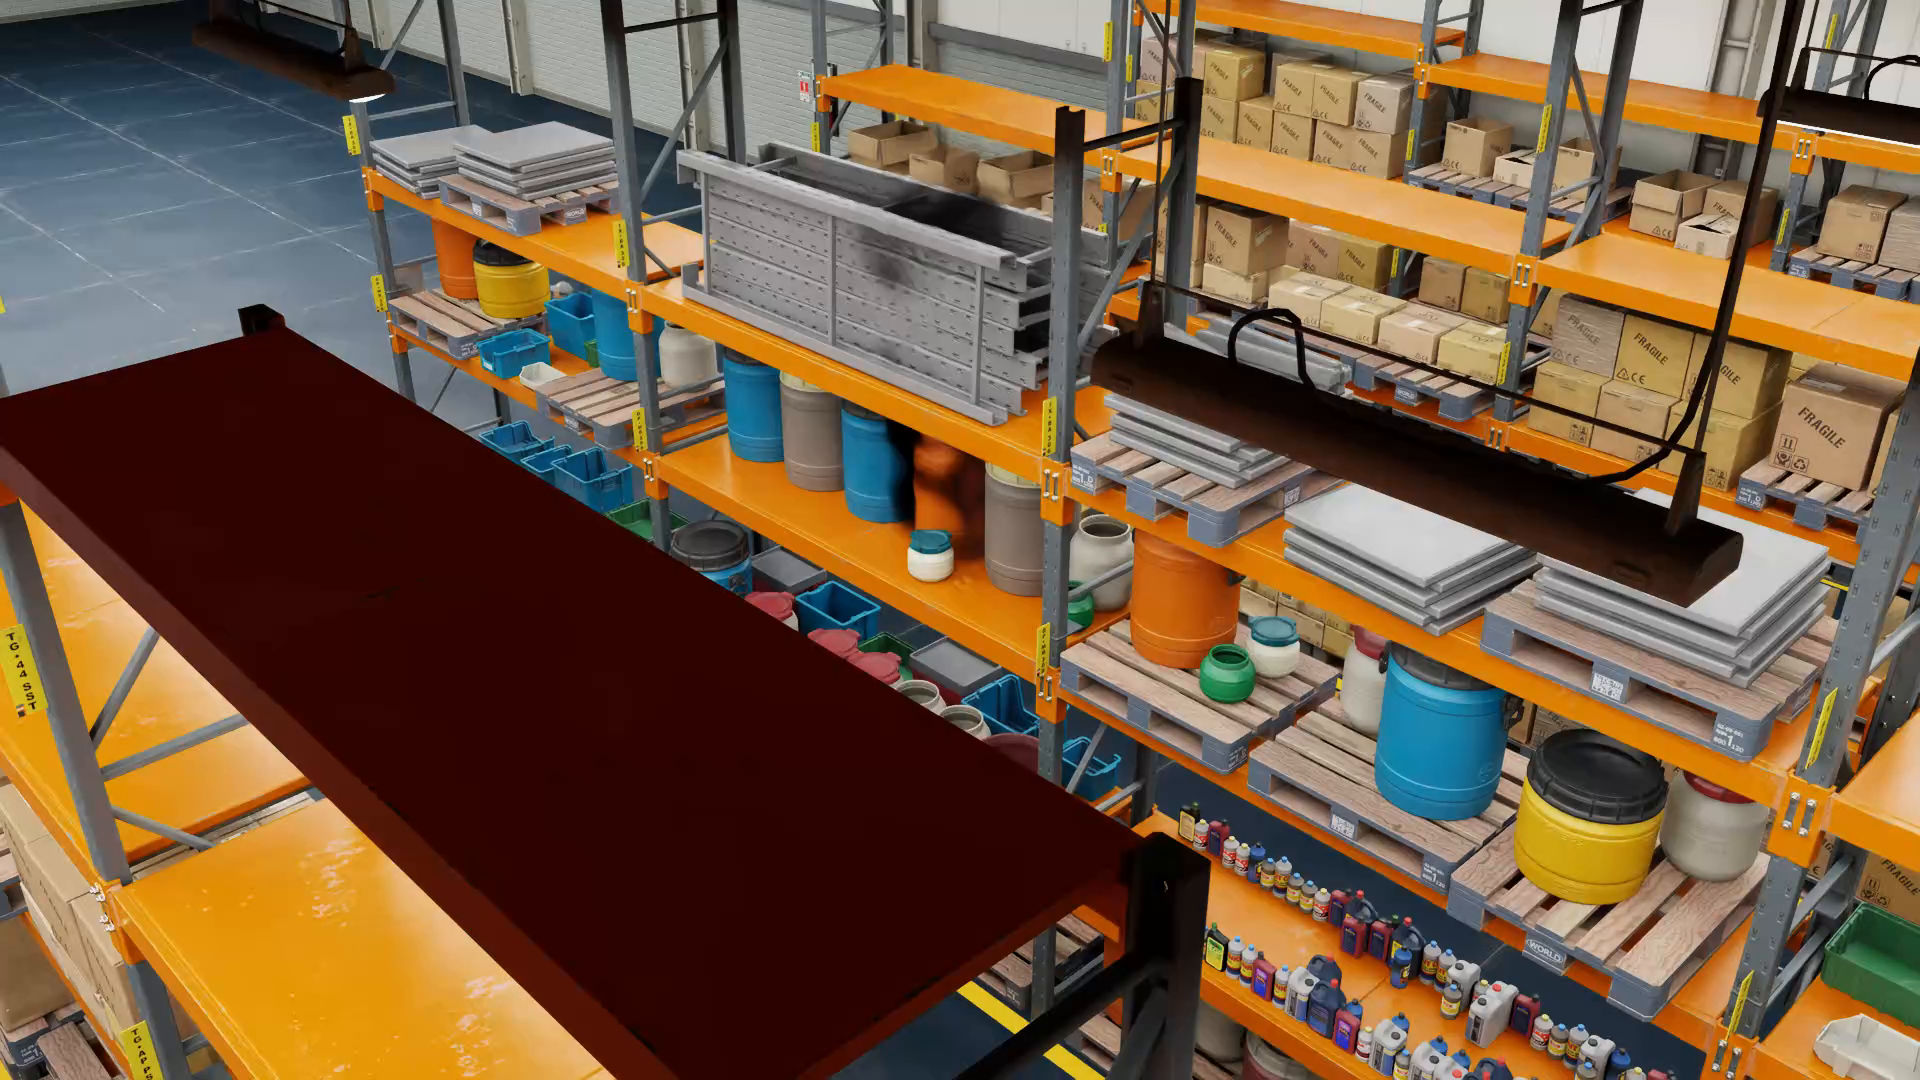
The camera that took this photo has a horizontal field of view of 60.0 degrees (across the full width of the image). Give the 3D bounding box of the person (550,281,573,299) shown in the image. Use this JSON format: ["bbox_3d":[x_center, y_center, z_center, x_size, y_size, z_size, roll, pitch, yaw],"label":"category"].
[{"bbox_3d":[-4.485,-2.204,19.286,0.589,1.626,0.599,-6,29,-11],"label":"person"}]
